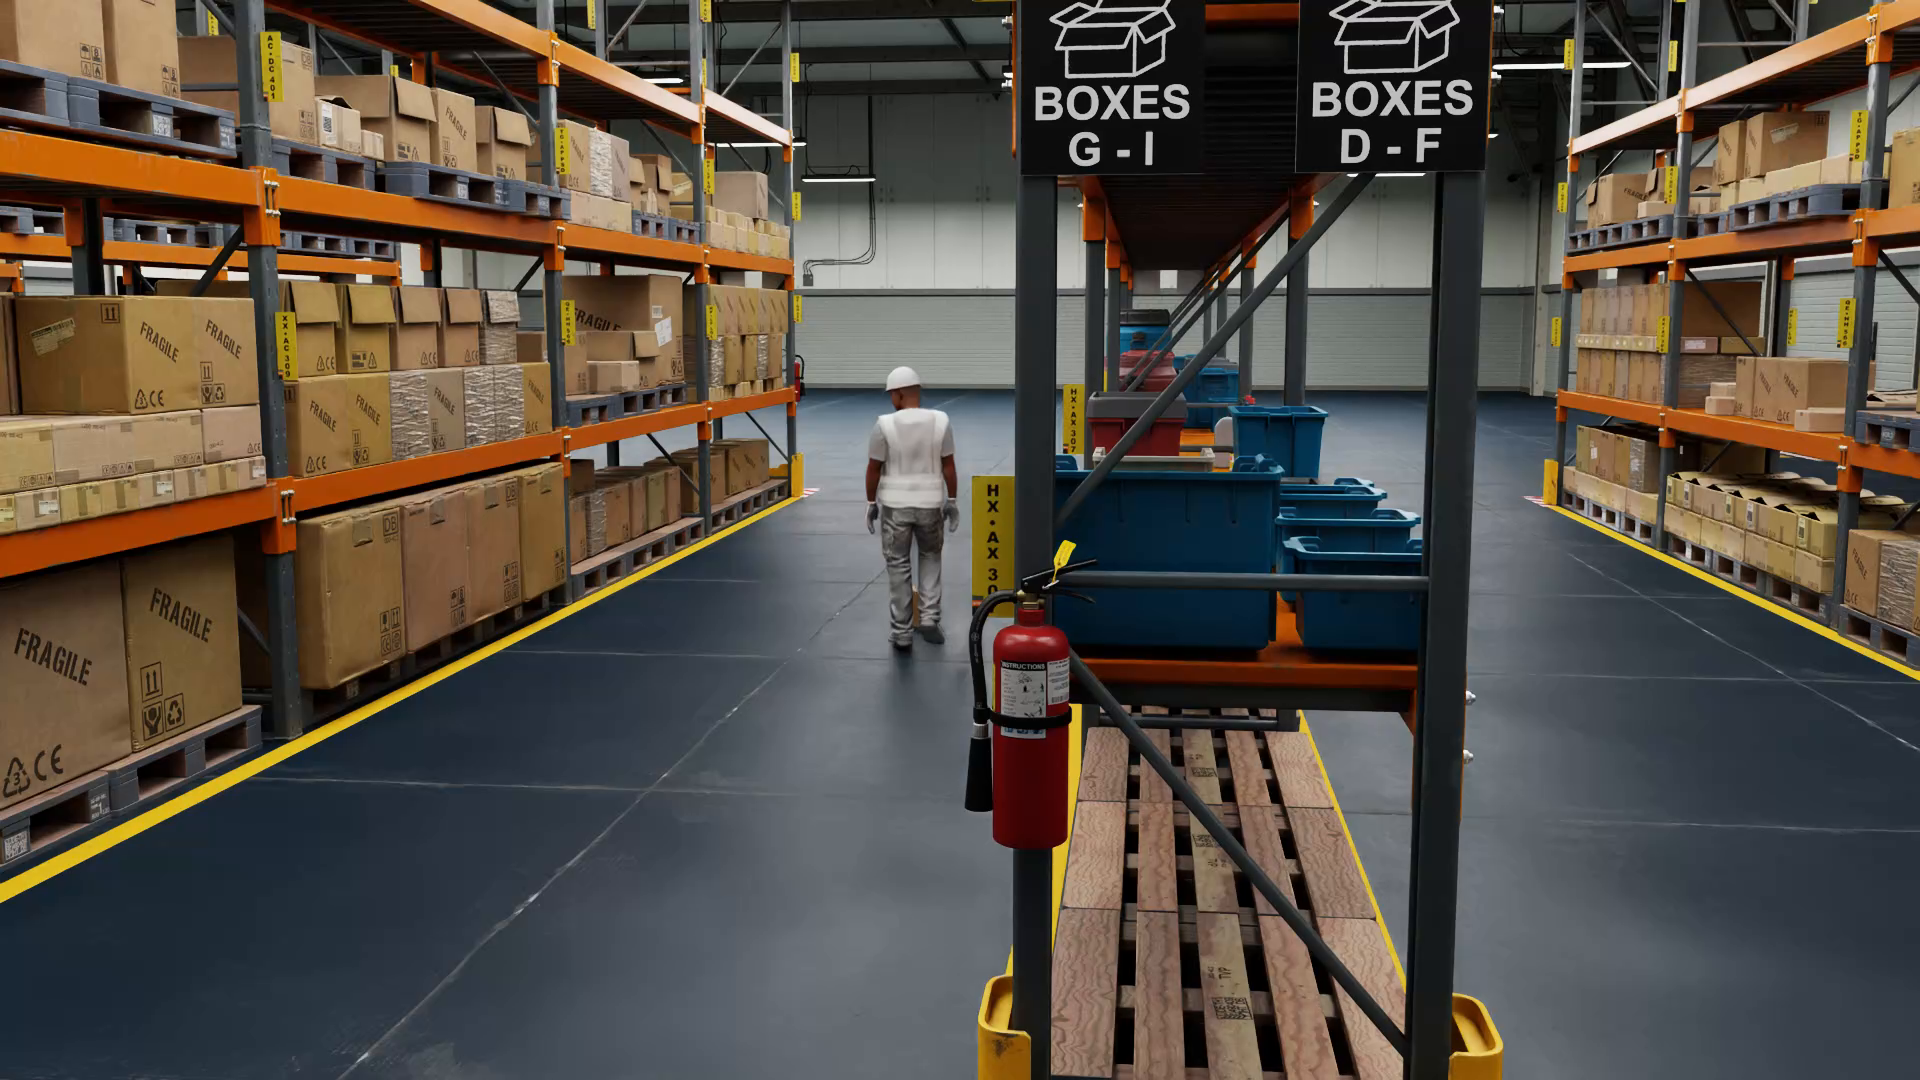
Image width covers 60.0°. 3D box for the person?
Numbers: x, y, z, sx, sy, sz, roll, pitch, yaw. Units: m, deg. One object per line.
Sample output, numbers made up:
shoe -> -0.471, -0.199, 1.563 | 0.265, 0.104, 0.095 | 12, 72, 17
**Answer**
person -> -0.322, -0.248, 10.668 | 0.593, 1.716, 0.423 | -2, 8, -17
